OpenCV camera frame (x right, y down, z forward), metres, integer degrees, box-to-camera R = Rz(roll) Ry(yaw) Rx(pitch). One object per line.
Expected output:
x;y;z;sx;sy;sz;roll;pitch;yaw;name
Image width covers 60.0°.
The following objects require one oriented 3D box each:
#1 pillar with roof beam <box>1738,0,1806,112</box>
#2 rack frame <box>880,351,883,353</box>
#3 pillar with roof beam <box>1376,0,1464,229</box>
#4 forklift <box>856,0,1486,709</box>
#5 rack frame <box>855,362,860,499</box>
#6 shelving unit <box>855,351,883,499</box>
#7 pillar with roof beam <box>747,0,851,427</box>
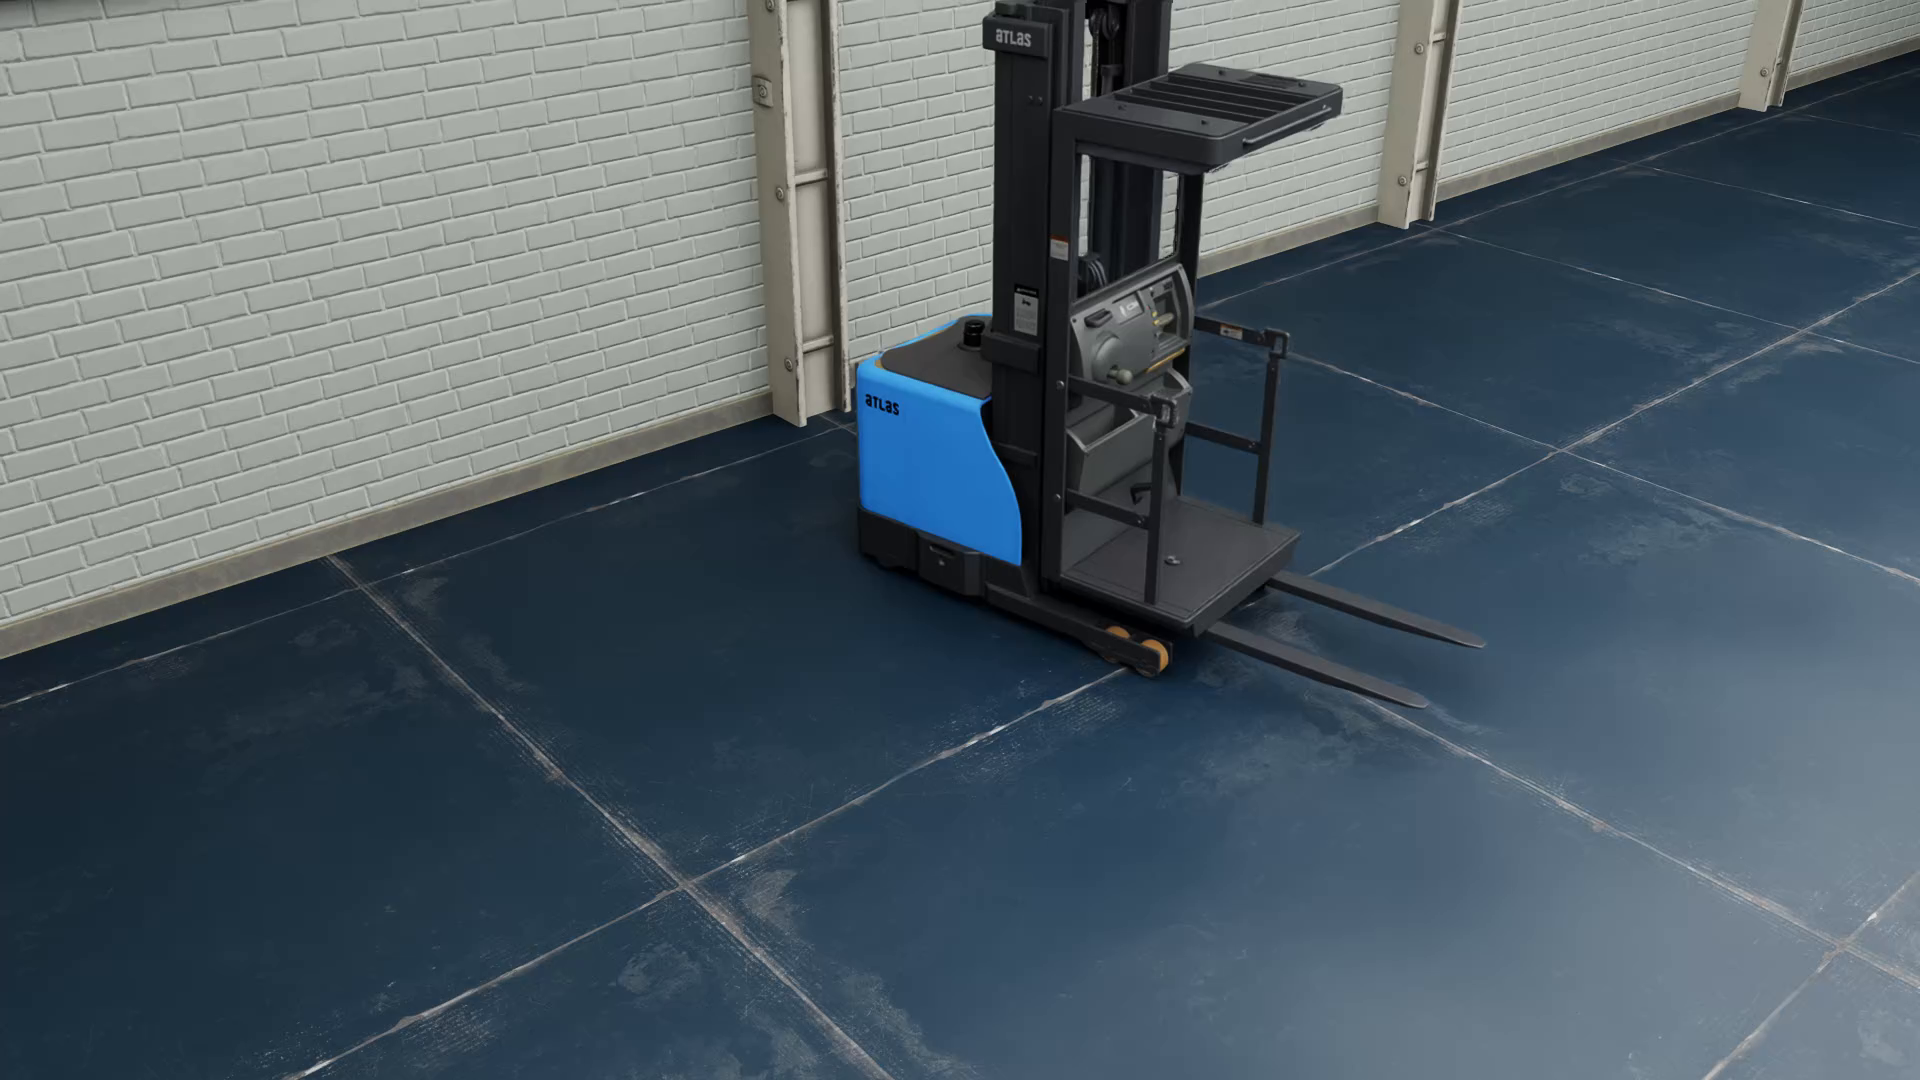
11.007;-6.891;12.098;0.400;9.000;9.100;-22;35;-35;pillar with roof beam
-0.323;-0.559;8.842;0.240;0.900;0.006;19;34;32;rack frame
6.442;-5.056;8.663;0.400;9.000;9.100;-22;35;-35;pillar with roof beam
0.953;-0.953;7.424;3.031;2.935;1.130;20;34;33;forklift
-0.444;-0.483;8.698;0.240;0.900;0.006;19;34;32;rack frame
-0.384;-0.521;8.770;0.258;0.900;0.210;19;34;32;shelving unit
1.878;-3.220;5.228;0.400;9.000;9.100;-22;35;-35;pillar with roof beam
